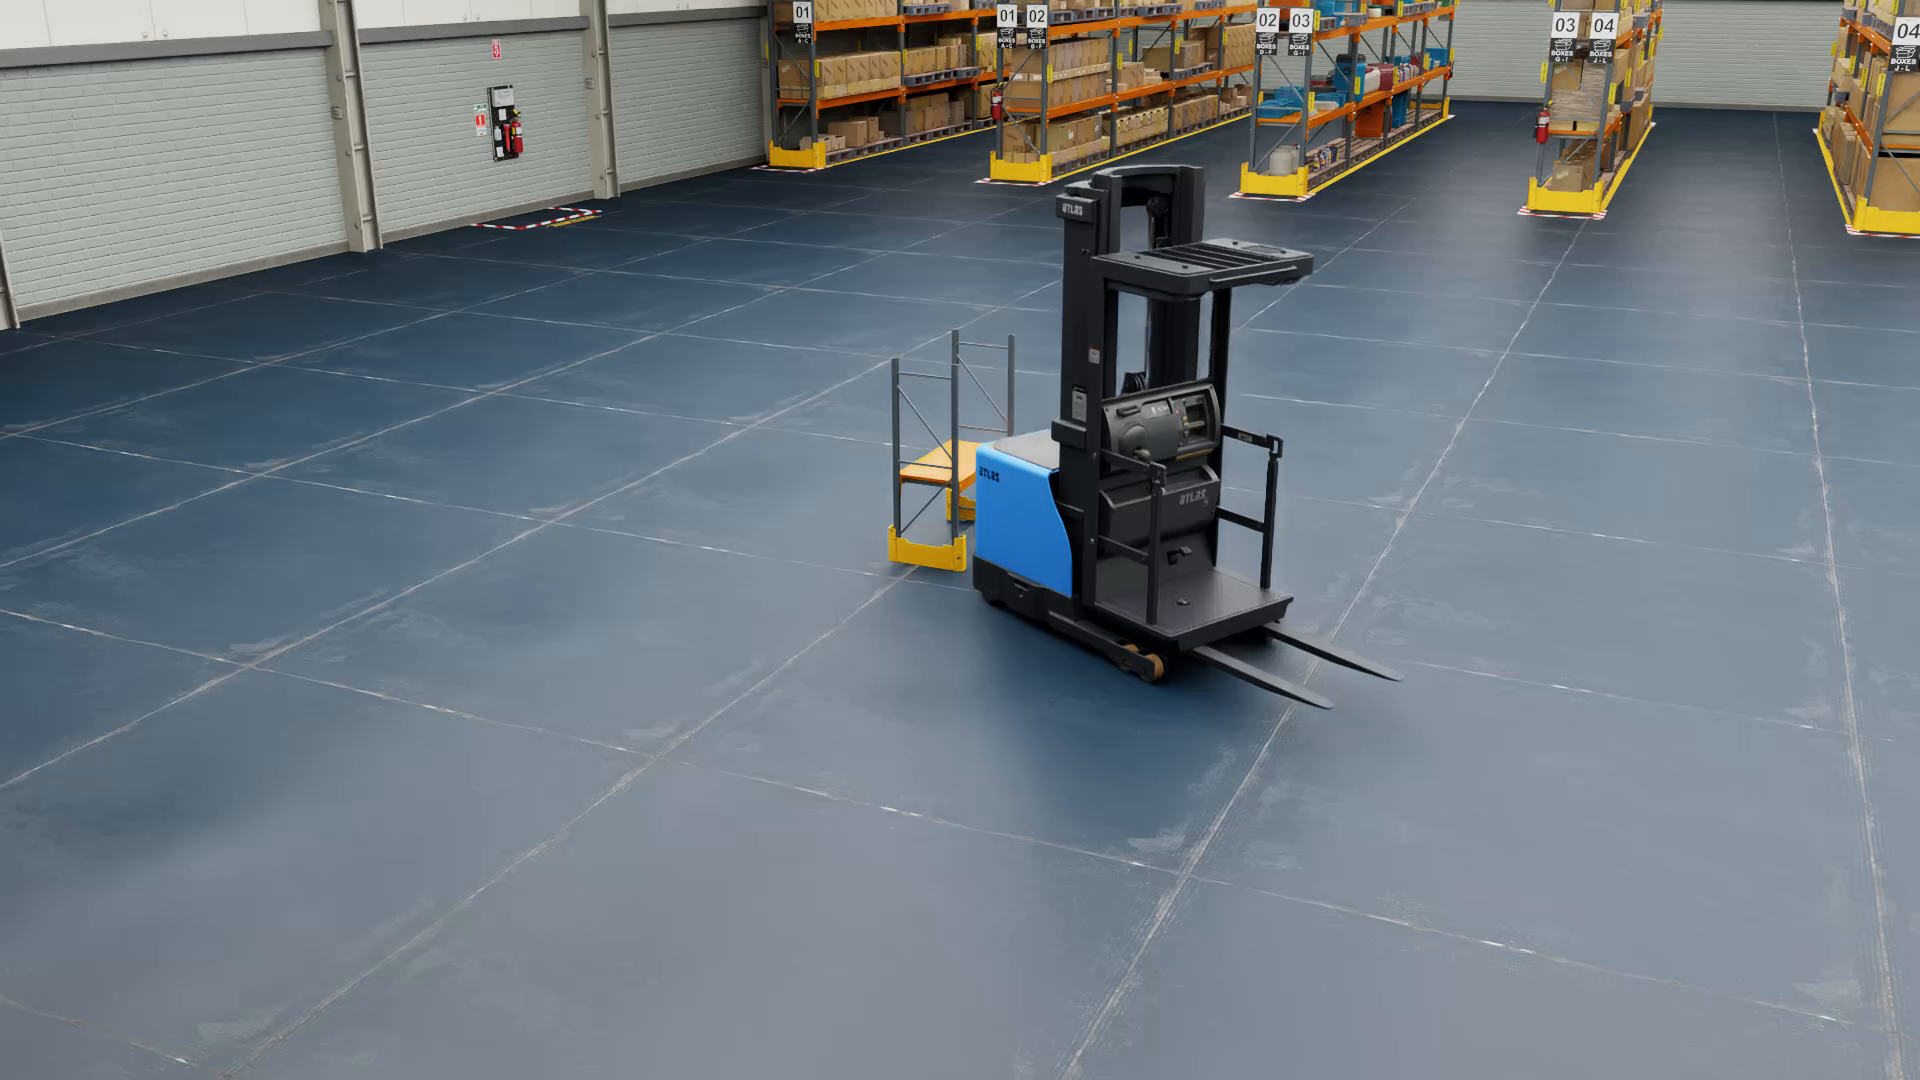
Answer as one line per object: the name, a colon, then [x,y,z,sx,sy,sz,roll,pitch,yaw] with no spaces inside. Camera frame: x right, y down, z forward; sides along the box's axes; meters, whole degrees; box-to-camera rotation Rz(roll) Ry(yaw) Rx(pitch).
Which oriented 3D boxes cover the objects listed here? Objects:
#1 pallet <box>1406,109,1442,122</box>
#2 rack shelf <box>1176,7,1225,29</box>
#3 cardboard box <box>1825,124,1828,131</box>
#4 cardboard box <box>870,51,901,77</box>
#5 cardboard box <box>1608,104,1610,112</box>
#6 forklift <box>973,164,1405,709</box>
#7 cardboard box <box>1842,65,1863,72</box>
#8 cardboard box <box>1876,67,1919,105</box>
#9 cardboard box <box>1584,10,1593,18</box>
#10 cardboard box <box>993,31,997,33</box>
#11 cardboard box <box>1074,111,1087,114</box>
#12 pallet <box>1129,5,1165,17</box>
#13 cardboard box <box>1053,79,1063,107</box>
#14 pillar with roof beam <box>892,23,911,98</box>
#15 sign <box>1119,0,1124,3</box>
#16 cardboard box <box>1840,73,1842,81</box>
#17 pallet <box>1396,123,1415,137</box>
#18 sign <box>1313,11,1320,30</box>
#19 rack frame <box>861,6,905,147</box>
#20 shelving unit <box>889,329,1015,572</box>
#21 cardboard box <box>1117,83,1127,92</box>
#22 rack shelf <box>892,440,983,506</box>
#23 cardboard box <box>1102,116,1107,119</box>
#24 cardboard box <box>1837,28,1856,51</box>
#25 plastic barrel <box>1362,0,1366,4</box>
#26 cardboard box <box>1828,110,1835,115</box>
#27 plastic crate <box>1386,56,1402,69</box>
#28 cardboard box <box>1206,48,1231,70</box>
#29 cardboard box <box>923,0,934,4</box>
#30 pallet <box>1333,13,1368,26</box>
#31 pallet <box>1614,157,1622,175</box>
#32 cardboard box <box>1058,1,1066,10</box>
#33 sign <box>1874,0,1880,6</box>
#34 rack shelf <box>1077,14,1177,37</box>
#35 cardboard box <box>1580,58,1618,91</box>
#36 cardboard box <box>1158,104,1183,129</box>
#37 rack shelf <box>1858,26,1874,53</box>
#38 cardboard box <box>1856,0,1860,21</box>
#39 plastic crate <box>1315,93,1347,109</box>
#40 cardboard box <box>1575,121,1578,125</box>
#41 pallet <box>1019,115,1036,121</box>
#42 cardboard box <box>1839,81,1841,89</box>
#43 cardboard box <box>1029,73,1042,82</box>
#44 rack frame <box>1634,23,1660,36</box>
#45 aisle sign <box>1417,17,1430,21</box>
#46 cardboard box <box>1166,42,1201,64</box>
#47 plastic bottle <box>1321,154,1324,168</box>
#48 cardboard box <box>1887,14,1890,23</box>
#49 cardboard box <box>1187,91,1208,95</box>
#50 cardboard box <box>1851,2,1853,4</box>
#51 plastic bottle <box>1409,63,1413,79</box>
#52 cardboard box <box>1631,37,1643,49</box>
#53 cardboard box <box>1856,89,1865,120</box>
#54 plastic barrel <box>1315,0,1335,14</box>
pallet: [11.871,-11.005,43.098,1.003,0.211,1.213,9,21,23]
rack shelf: [5.269,-12.487,39.700,1.077,0.370,4.000,9,21,23]
cardboard box: [20.208,-9.526,38.407,0.380,0.149,0.250,7,21,20]
cardboard box: [-1.620,-10.362,36.203,0.500,0.500,0.500,8,21,23]
cardboard box: [11.015,-7.814,29.371,0.875,0.500,0.500,9,21,23]
forklift: [1.379,-0.710,10.091,1.130,2.935,3.031,-14,24,-35]
cardboard box: [17.965,-9.458,33.447,0.380,0.149,0.250,9,22,24]
cardboard box: [15.022,-7.152,26.266,0.875,0.550,0.550,9,21,23]
cardboard box: [10.561,-8.954,28.321,0.380,0.149,0.250,9,21,23]
cardboard box: [0.974,-12.607,41.701,0.500,0.250,0.500,8,21,22]
cardboard box: [2.337,-8.735,34.911,0.500,0.500,0.500,9,21,23]
pallet: [3.799,-11.563,36.311,1.003,0.211,1.213,10,22,25]
cardboard box: [1.588,-8.704,32.319,0.700,0.500,0.500,9,22,24]
pillar with roof beam: [2.535,-13.437,36.821,9.100,9.000,0.400,9,21,23]
sign: [3.319,-11.197,34.109,0.100,0.325,0.005,9,21,23]
cardboard box: [17.970,-9.325,33.516,0.380,0.149,0.250,9,22,24]
pallet: [10.252,-9.799,39.707,1.003,0.211,1.213,9,21,23]
sign: [6.192,-9.015,28.852,0.100,0.325,0.005,9,21,23]
rack frame: [-1.709,-10.257,36.832,1.000,3.000,0.127,9,21,23]
shelving unit: [-0.031,-0.683,12.152,0.587,1.500,1.083,9,21,23]
cardboard box: [3.362,-9.702,35.649,0.380,0.149,0.250,9,21,23]
rack shelf: [-0.035,-0.511,12.204,0.538,0.185,1.000,9,21,23]
cardboard box: [2.924,-9.068,36.129,0.500,0.311,0.500,9,22,24]
cardboard box: [20.386,-11.421,38.021,0.500,0.500,0.500,8,21,21]
plastic barrel: [8.166,-11.314,34.689,0.600,0.830,0.708,9,21,23]
cardboard box: [20.201,-9.791,38.263,0.380,0.149,0.250,9,21,24]
plastic crate: [10.486,-11.553,40.412,0.392,0.384,0.575,9,21,23]
cardboard box: [6.545,-12.189,42.117,0.500,0.500,0.500,9,22,24]
cardboard box: [-0.907,-12.448,37.742,0.500,0.500,0.500,8,21,21]
pallet: [7.123,-9.988,31.881,1.213,0.211,1.003,9,21,23]
pallet: [12.664,-7.516,33.289,1.003,0.211,1.213,9,21,23]
cardboard box: [1.817,-10.249,31.875,0.380,0.149,0.250,9,21,23]
sign: [15.833,-9.383,28.658,0.100,0.325,0.005,9,21,23]
rack shelf: [3.631,-11.264,36.261,1.077,0.370,4.000,9,21,23]
cardboard box: [10.684,-7.784,27.794,0.500,0.500,0.500,9,21,23]
cardboard box: [4.897,-9.930,38.989,0.500,0.500,0.500,10,22,25]
rack shelf: [17.151,-9.192,30.436,1.077,0.370,4.000,9,21,23]
cardboard box: [18.373,-10.706,33.469,0.500,0.500,0.500,9,21,23]
plastic crate: [7.124,-8.452,31.979,0.499,0.251,0.616,9,21,23]
cardboard box: [10.554,-7.297,28.885,0.380,0.149,0.250,9,21,23]
pallet: [1.320,-11.142,43.484,1.003,0.211,1.213,9,21,23]
cardboard box: [17.961,-9.177,33.544,0.380,0.149,0.250,9,21,24]
cardboard box: [1.531,-8.798,31.615,0.380,0.149,0.250,8,21,22]
rack frame: [16.762,-11.886,41.414,1.000,3.000,0.127,9,21,23]
aisle sign: [12.002,-13.853,43.066,0.394,0.787,0.004,9,21,23]
cardboard box: [5.466,-11.935,40.777,0.700,0.500,0.500,12,23,31]
plastic bottle: [6.900,-7.243,31.774,0.097,0.271,0.097,0,20,0]
cardboard box: [14.833,-8.204,26.183,0.380,0.149,0.250,9,21,23]
cardboard box: [6.063,-11.266,42.745,0.500,0.500,0.500,9,21,23]
cardboard box: [19.565,-11.706,35.909,0.500,0.250,0.500,7,21,20]
plastic bottle: [10.528,-10.994,38.978,0.144,0.351,0.185,9,21,23]
cardboard box: [14.870,-10.987,37.239,0.797,0.503,0.637,8,21,21]
cardboard box: [16.302,-7.749,29.633,0.500,0.500,0.500,8,21,22]
plastic barrel: [6.824,-10.455,31.539,0.600,0.901,0.708,9,21,23]
